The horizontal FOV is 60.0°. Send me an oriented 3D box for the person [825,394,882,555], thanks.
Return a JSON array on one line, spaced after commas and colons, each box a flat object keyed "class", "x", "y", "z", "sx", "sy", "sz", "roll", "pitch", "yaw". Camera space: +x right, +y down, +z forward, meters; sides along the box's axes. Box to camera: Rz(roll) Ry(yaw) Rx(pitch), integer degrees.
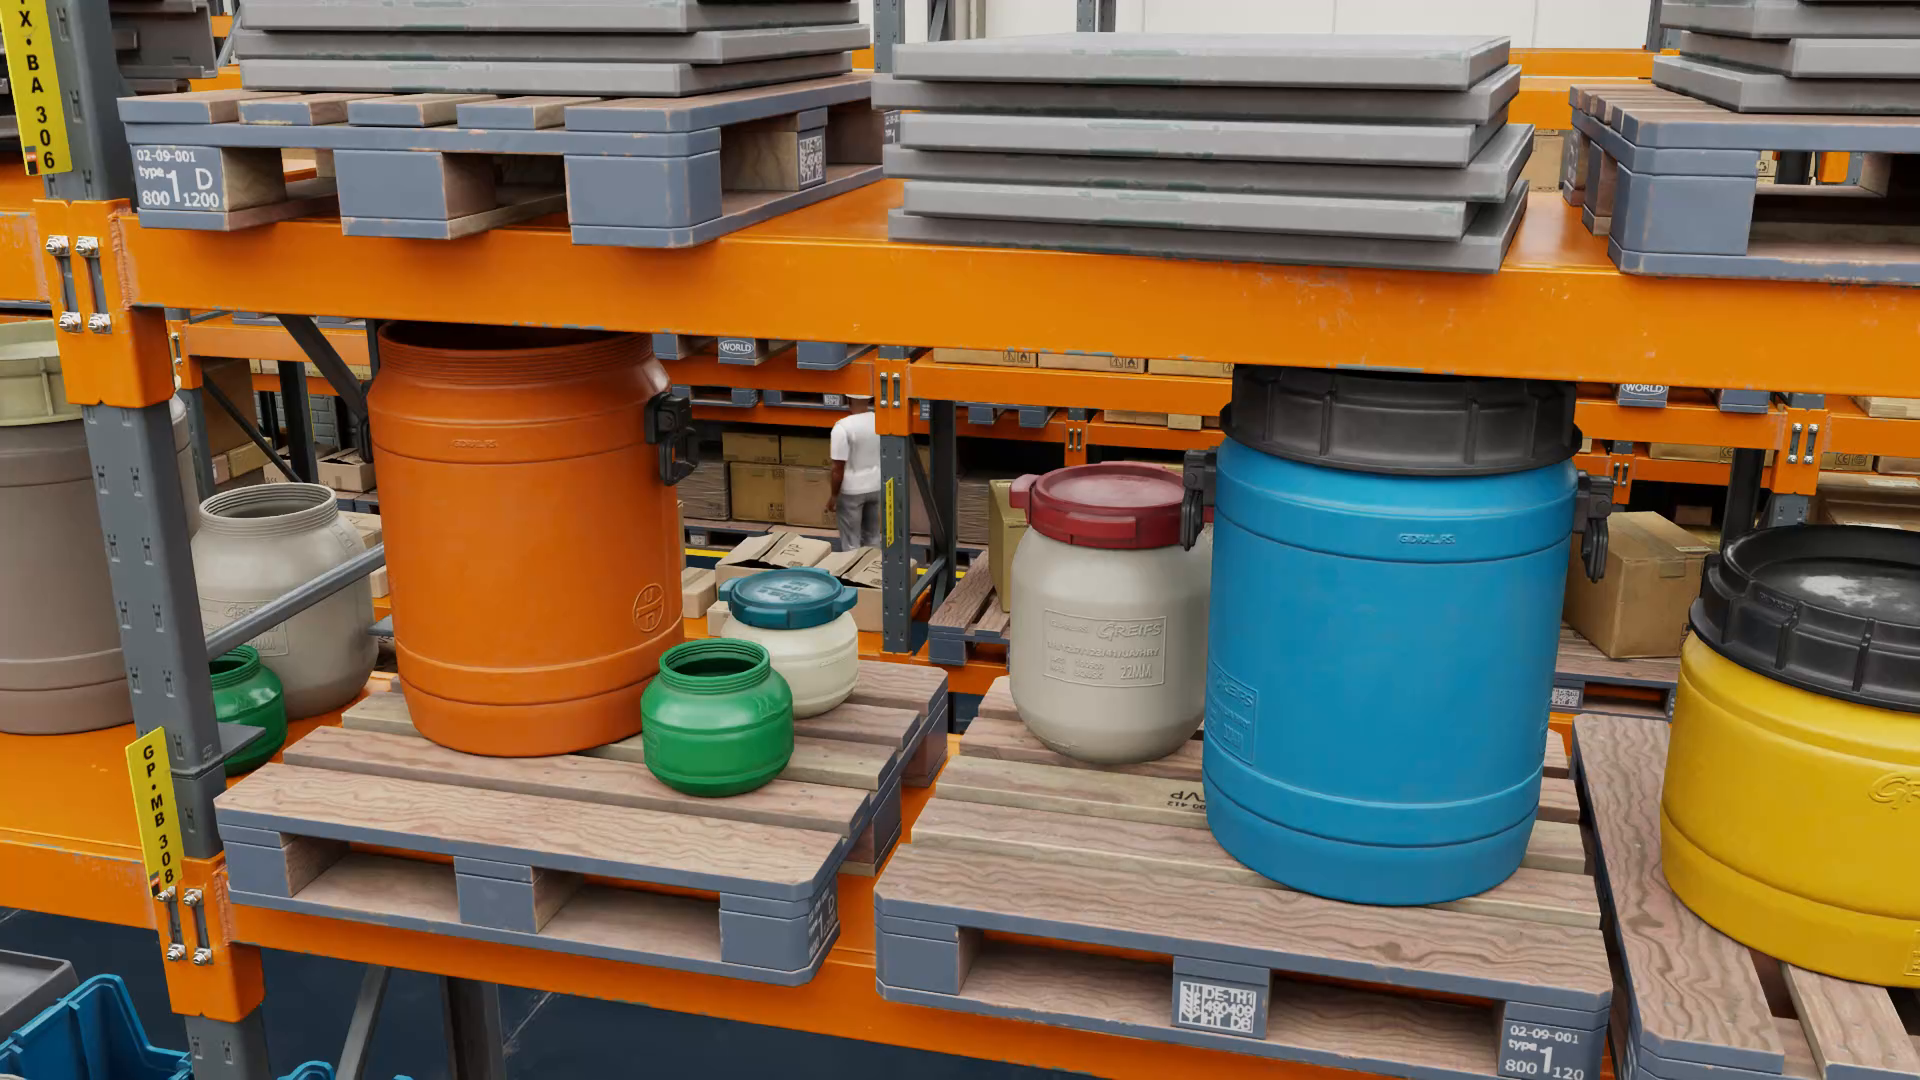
[{"class": "person", "x": -0.786, "y": -0.392, "z": 12.714, "sx": 0.565, "sy": 1.772, "sz": 0.424, "roll": -13, "pitch": 22, "yaw": -34}]
